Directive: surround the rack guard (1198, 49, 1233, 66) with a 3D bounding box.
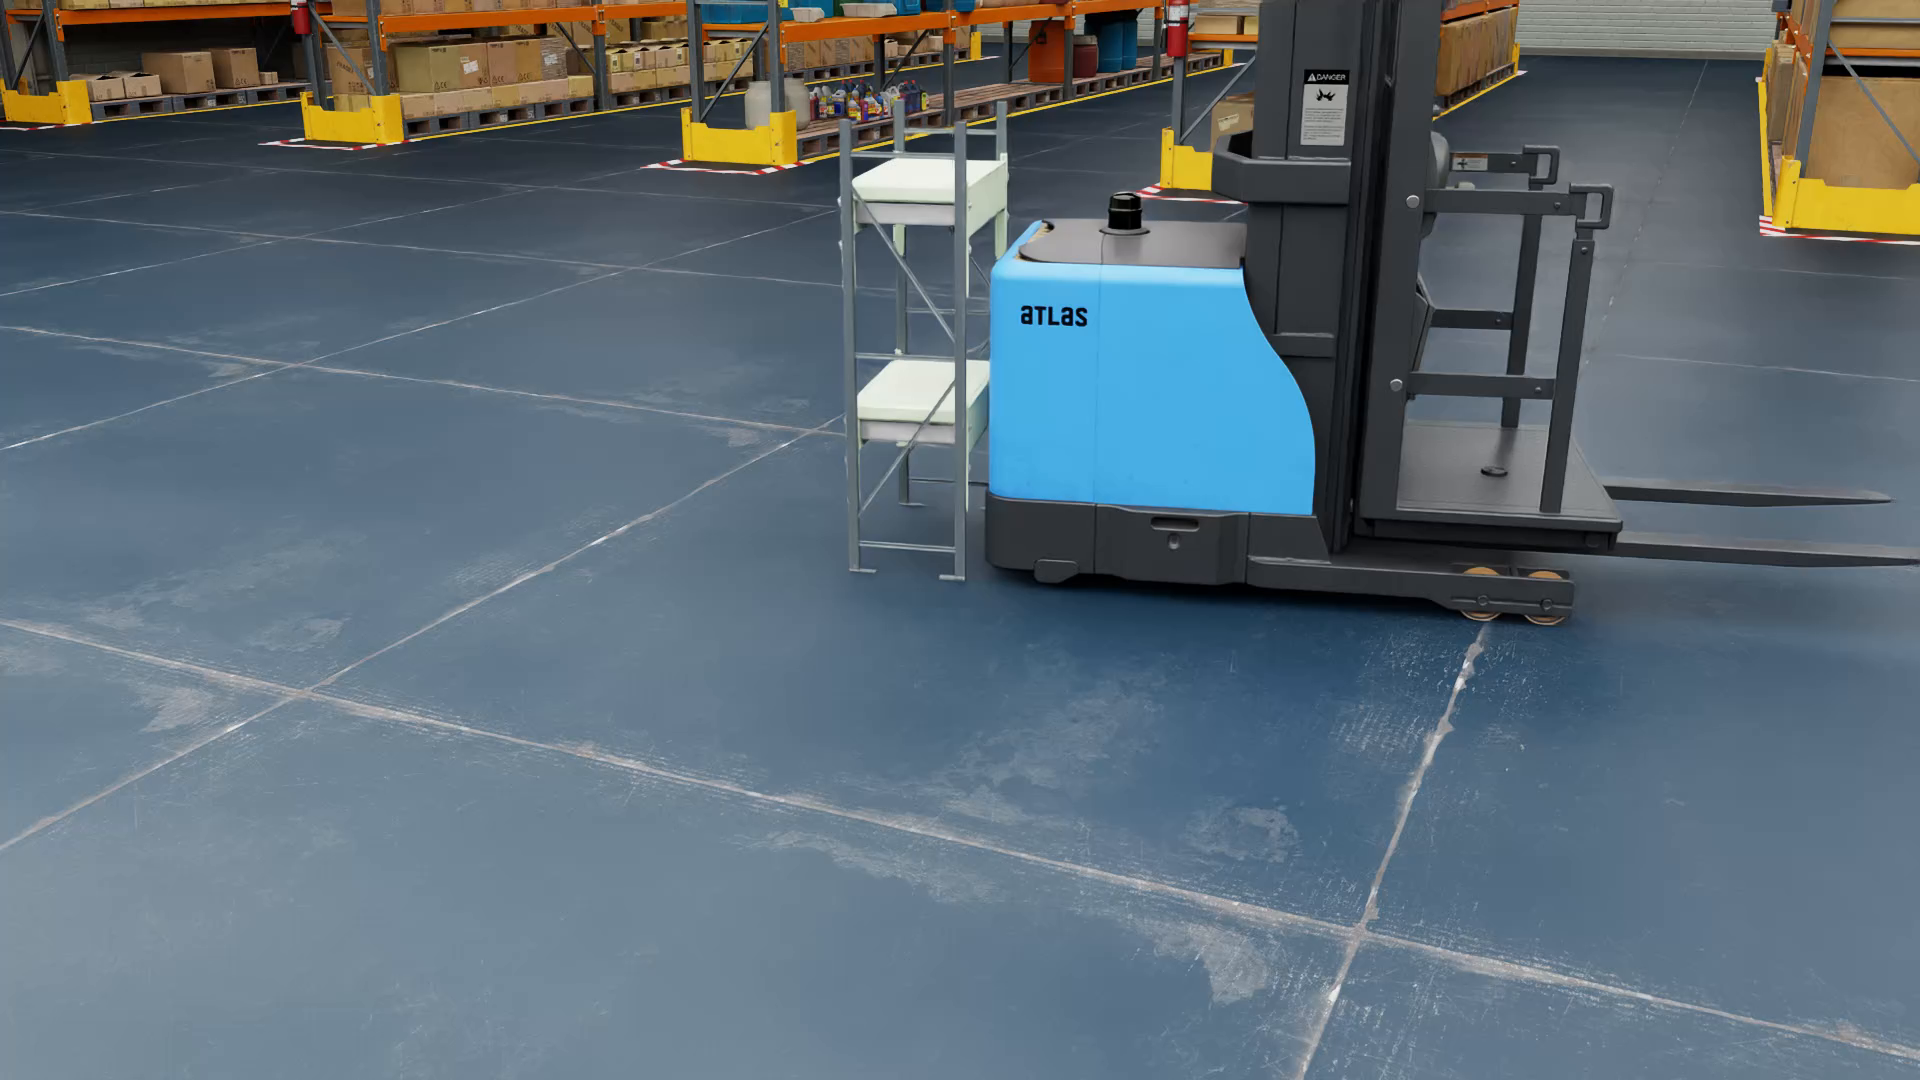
[{"bbox_3d":[4.364,-8.899,30.246,1.175,0.500,0.348,9,21,23],"label":"rack guard"}]

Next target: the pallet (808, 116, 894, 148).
[{"bbox_3d":[-1.359,-4.512,18.340,1.003,0.211,1.213,9,21,23],"label":"pallet"}]

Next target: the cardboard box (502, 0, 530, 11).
[{"bbox_3d":[-5.660,-6.676,20.114,0.700,0.500,0.500,9,21,24],"label":"cardboard box"}]

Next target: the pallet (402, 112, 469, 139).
[{"bbox_3d":[-6.428,-4.783,19.103,1.003,0.211,1.213,9,21,23],"label":"pallet"}]

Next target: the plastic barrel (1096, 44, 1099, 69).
[{"bbox_3d":[1.887,-7.330,25.189,0.421,0.512,0.421,0,20,0],"label":"plastic barrel"}]

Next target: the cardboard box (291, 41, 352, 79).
[{"bbox_3d":[-9.300,-7.016,24.293,0.700,0.500,0.500,9,22,25],"label":"cardboard box"}]

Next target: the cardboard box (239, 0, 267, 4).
[{"bbox_3d":[-9.715,-7.360,22.381,0.500,0.250,0.500,9,21,23],"label":"cardboard box"}]

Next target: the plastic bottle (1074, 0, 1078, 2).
[{"bbox_3d":[1.563,-7.652,23.193,0.152,0.276,0.135,9,21,23],"label":"plastic bottle"}]

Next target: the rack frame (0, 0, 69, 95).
[{"bbox_3d":[-11.224,-6.536,19.870,1.000,3.000,0.127,9,21,23],"label":"rack frame"}]

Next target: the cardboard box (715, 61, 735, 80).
[{"bbox_3d":[-3.628,-6.853,24.239,0.500,0.250,0.500,8,21,22],"label":"cardboard box"}]

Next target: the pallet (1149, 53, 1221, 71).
[{"bbox_3d":[3.993,-8.507,29.575,1.003,0.211,1.213,9,21,23],"label":"pallet"}]

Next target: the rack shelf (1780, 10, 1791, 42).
[{"bbox_3d":[10.912,-6.504,20.853,1.077,0.370,4.000,9,21,23],"label":"rack shelf"}]

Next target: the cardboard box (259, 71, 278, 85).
[{"bbox_3d":[-9.778,-6.463,23.238,0.380,0.166,0.250,6,20,16],"label":"cardboard box"}]

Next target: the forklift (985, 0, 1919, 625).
[{"bbox_3d":[1.650,-1.307,5.268,3.031,2.935,1.130,3,20,10],"label":"forklift"}]

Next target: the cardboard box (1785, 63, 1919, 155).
[{"bbox_3d":[7.393,-3.468,13.788,0.875,0.875,0.875,8,21,22],"label":"cardboard box"}]

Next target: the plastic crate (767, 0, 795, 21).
[{"bbox_3d":[-1.982,-5.498,17.175,0.499,0.251,0.408,9,21,23],"label":"plastic crate"}]

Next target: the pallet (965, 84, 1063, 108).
[{"bbox_3d":[0.738,-6.077,22.741,1.003,0.211,1.213,9,21,23],"label":"pallet"}]

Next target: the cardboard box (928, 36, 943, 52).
[{"bbox_3d":[-0.565,-9.174,30.735,0.500,0.250,0.500,9,21,23],"label":"cardboard box"}]

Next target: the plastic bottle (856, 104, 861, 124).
[{"bbox_3d":[-1.116,-4.609,17.970,0.097,0.201,0.097,0,20,0],"label":"plastic bottle"}]

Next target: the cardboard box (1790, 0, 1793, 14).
[{"bbox_3d":[9.663,-6.178,18.715,0.500,0.500,0.500,9,21,23],"label":"cardboard box"}]

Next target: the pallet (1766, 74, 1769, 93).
[{"bbox_3d":[12.472,-6.724,24.562,1.003,0.211,1.213,9,21,23],"label":"pallet"}]

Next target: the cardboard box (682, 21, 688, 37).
[{"bbox_3d":[-5.489,-9.749,32.008,0.700,0.500,0.500,9,22,24],"label":"cardboard box"}]

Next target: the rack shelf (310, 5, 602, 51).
[{"bbox_3d":[-5.884,-6.130,19.802,1.077,0.370,4.000,9,21,23],"label":"rack shelf"}]

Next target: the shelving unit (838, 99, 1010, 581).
[{"bbox_3d":[-0.106,-0.707,5.718,0.431,1.500,0.755,4,20,11],"label":"shelving unit"}]

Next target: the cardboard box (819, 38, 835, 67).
[{"bbox_3d":[-2.352,-7.906,26.797,0.500,0.500,0.500,8,21,21],"label":"cardboard box"}]

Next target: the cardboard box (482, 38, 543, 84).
[{"bbox_3d":[-5.472,-5.859,20.326,0.500,0.500,0.500,9,21,23],"label":"cardboard box"}]

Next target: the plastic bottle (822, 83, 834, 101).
[{"bbox_3d":[-1.508,-4.981,18.795,0.144,0.351,0.185,8,21,22],"label":"plastic bottle"}]

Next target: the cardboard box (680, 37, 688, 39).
[{"bbox_3d":[-3.909,-7.350,24.799,0.500,0.311,0.500,9,22,25],"label":"cardboard box"}]

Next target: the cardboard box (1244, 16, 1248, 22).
[{"bbox_3d":[2.364,-4.570,14.718,0.380,0.149,0.250,9,21,23],"label":"cardboard box"}]

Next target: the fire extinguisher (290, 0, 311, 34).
[{"bbox_3d":[-7.175,-5.849,18.053,0.296,0.674,0.183,9,21,23],"label":"fire extinguisher"}]

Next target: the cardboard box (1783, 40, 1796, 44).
[{"bbox_3d":[10.134,-5.850,19.925,0.500,0.250,0.500,8,21,21],"label":"cardboard box"}]

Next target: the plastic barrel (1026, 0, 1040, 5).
[{"bbox_3d":[0.864,-7.331,21.939,0.421,0.512,0.421,0,20,0],"label":"plastic barrel"}]

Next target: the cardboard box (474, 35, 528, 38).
[{"bbox_3d":[-5.738,-6.083,20.955,0.500,0.500,0.500,9,21,23],"label":"cardboard box"}]

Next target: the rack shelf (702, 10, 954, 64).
[{"bbox_3d":[-1.366,-5.449,17.888,1.077,0.370,4.000,9,21,23],"label":"rack shelf"}]

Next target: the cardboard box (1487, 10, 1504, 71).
[{"bbox_3d":[7.959,-7.828,26.048,0.875,0.875,0.875,9,21,23],"label":"cardboard box"}]

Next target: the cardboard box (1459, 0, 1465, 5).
[{"bbox_3d":[6.472,-7.416,22.196,0.500,0.500,0.500,8,21,22],"label":"cardboard box"}]

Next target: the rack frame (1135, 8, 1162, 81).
[{"bbox_3d":[2.728,-8.845,26.363,1.000,3.000,0.127,9,21,23],"label":"rack frame"}]

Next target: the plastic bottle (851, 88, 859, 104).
[{"bbox_3d":[-1.206,-5.070,19.165,0.097,0.271,0.097,0,20,0],"label":"plastic bottle"}]

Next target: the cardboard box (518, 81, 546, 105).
[{"bbox_3d":[-5.461,-5.504,20.447,0.500,0.250,0.500,9,21,23],"label":"cardboard box"}]

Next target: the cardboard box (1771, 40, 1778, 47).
[{"bbox_3d":[12.844,-7.698,25.878,0.380,0.149,0.250,8,21,20],"label":"cardboard box"}]

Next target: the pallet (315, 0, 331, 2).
[{"bbox_3d":[-9.140,-7.882,23.942,1.003,0.211,1.213,9,21,23],"label":"pallet"}]

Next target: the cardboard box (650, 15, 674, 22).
[{"bbox_3d":[-5.603,-9.824,31.252,0.380,0.149,0.250,9,22,25],"label":"cardboard box"}]

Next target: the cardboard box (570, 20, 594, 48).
[{"bbox_3d":[-6.819,-8.901,29.101,0.750,0.750,0.750,9,22,24],"label":"cardboard box"}]

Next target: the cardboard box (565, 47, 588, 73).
[{"bbox_3d":[-5.161,-6.410,22.156,0.500,0.311,0.500,9,21,23],"label":"cardboard box"}]

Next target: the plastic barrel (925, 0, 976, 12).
[{"bbox_3d":[-0.113,-6.712,19.618,0.600,0.901,0.708,9,21,23],"label":"plastic barrel"}]

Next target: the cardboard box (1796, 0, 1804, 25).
[{"bbox_3d":[8.425,-5.252,16.110,0.500,0.500,0.500,8,21,22],"label":"cardboard box"}]

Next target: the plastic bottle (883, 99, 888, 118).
[{"bbox_3d":[-0.853,-4.805,18.524,0.097,0.201,0.097,0,20,0],"label":"plastic bottle"}]

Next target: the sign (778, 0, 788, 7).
[{"bbox_3d":[-1.685,-5.230,15.786,0.100,0.325,0.005,9,21,23],"label":"sign"}]

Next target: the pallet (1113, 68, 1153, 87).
[{"bbox_3d":[2.374,-7.301,26.183,1.003,0.211,1.213,9,21,23],"label":"pallet"}]

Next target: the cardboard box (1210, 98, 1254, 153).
[{"bbox_3d":[2.604,-3.706,15.016,0.500,0.500,0.500,13,23,33],"label":"cardboard box"}]

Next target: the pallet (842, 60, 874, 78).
[{"bbox_3d":[-2.088,-7.958,28.031,1.003,0.211,1.213,9,21,23],"label":"pallet"}]

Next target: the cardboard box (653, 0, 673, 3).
[{"bbox_3d":[-4.315,-7.674,22.921,0.500,0.500,0.500,9,21,23],"label":"cardboard box"}]

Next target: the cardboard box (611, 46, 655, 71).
[{"bbox_3d":[-4.459,-6.491,22.384,0.500,0.311,0.500,8,21,22],"label":"cardboard box"}]

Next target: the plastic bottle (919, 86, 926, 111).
[{"bbox_3d":[-0.444,-5.134,19.327,0.061,0.283,0.133,10,22,25],"label":"plastic bottle"}]
